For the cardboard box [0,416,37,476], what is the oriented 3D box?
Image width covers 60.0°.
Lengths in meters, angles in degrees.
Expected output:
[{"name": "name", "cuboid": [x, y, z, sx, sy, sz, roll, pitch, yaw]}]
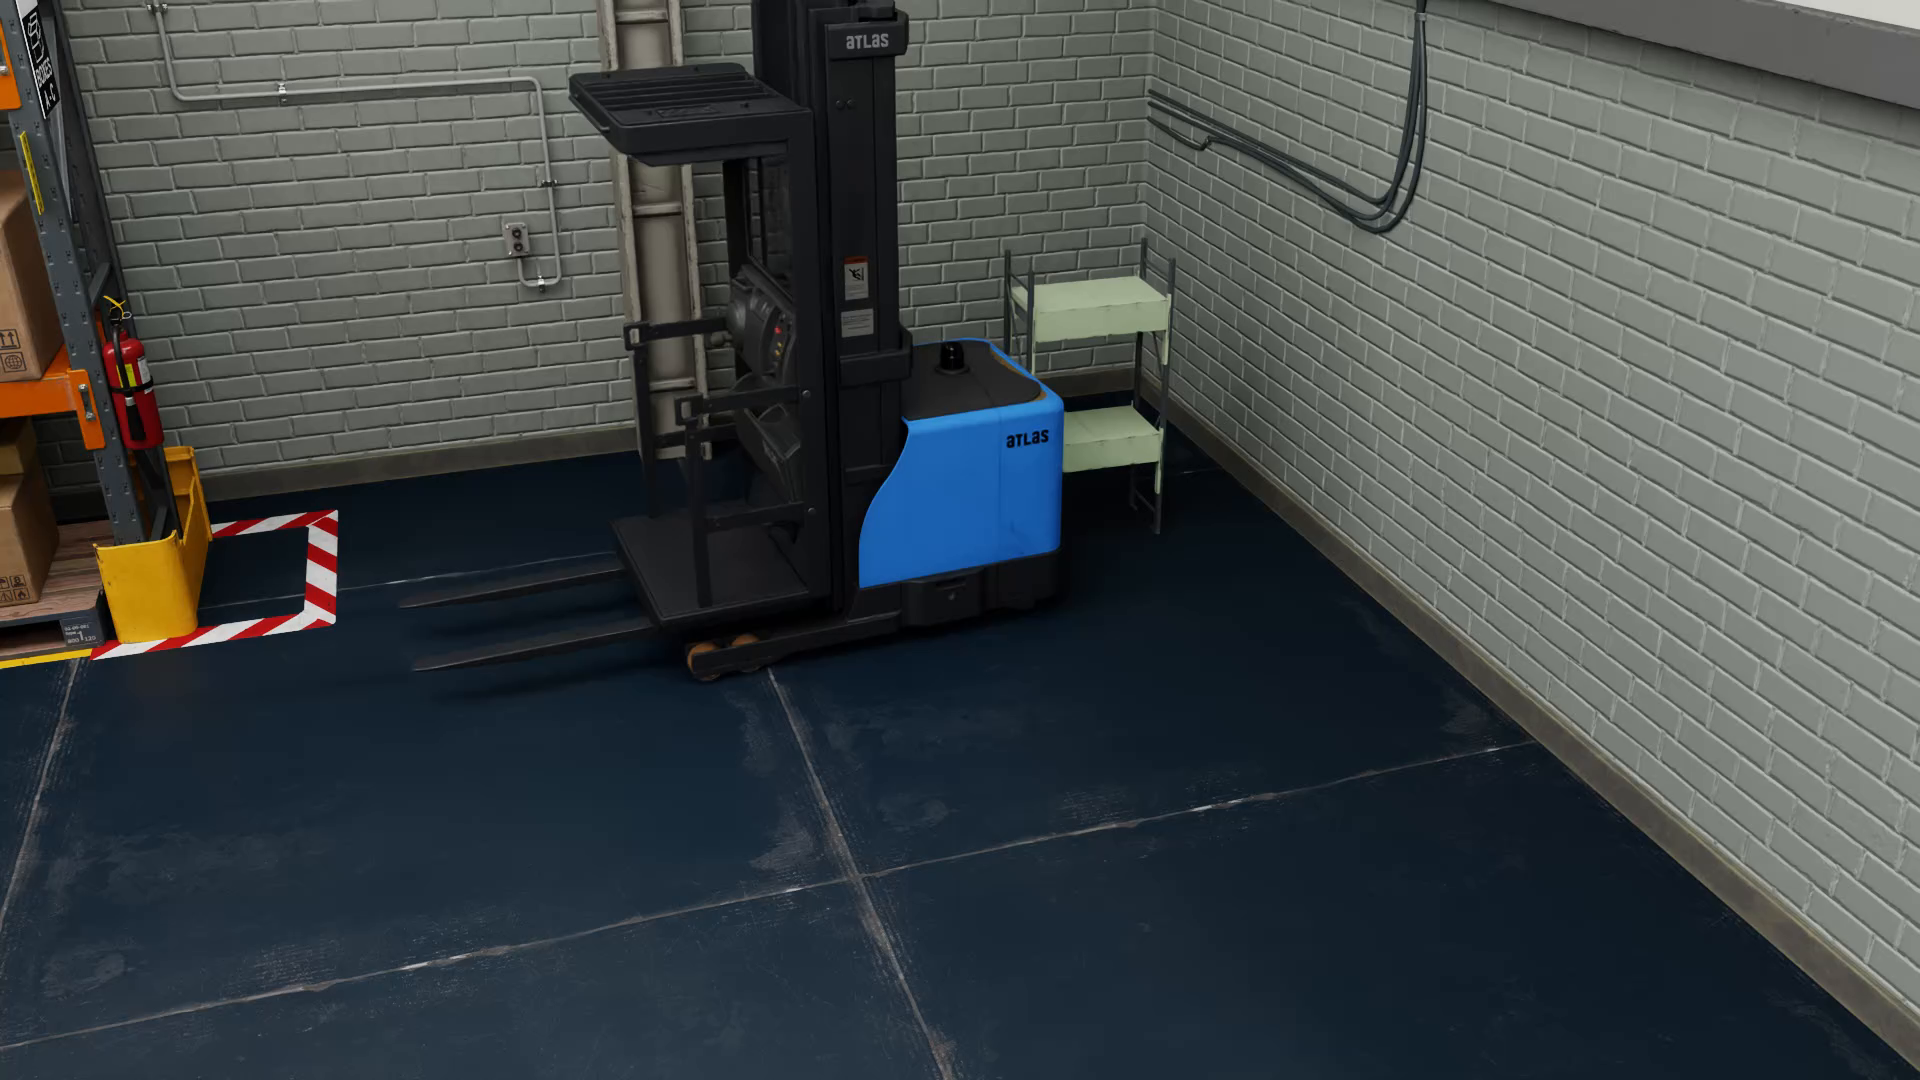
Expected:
[{"name": "cardboard box", "cuboid": [-4.553, -0.439, 7.870, 0.250, 0.149, 0.380, -8, 28, -16]}]

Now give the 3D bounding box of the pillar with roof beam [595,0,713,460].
[{"name": "pillar with roof beam", "cuboid": [-0.343, -2.721, 4.111, 0.400, 9.000, 9.100, -8, 28, -16]}]

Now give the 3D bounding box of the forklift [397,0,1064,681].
[{"name": "forklift", "cuboid": [-1.071, -0.947, 7.360, 3.031, 2.935, 1.130, -10, 28, -20]}]

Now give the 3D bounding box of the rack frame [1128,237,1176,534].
[{"name": "rack frame", "cuboid": [0.992, -0.788, 8.650, 0.023, 1.500, 0.400, -8, 27, -15]}]

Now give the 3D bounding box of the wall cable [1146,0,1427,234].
[{"name": "wall cable", "cuboid": [1.514, -3.041, 8.247, 0.112, 2.526, 3.097, -8, 28, -16]}]

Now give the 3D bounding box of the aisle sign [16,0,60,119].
[{"name": "aisle sign", "cuboid": [-3.814, -2.164, 6.813, 0.004, 0.787, 0.394, -8, 28, -16]}]

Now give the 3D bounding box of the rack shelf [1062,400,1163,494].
[{"name": "rack shelf", "cuboid": [0.641, -0.449, 8.701, 0.720, 0.370, 0.431, -8, 27, -15]}]

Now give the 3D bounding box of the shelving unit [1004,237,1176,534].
[{"name": "shelving unit", "cuboid": [0.641, -0.741, 8.556, 0.755, 1.500, 0.431, -8, 27, -15]}]

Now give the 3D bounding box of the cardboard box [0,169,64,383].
[{"name": "cardboard box", "cuboid": [-4.457, -1.177, 7.409, 0.700, 0.700, 0.980, -7, 27, -14]}]

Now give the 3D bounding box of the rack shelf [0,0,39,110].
[{"name": "rack shelf", "cuboid": [-5.877, -1.863, 6.564, 4.000, 0.370, 1.077, -8, 28, -16]}]

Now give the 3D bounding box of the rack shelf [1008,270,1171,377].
[{"name": "rack shelf", "cuboid": [0.641, -1.091, 8.383, 0.720, 0.370, 0.431, -8, 27, -15]}]

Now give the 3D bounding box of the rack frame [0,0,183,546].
[{"name": "rack frame", "cuboid": [-3.975, -1.117, 7.626, 0.127, 3.000, 1.000, -8, 28, -16]}]

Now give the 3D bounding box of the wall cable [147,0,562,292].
[{"name": "wall cable", "cuboid": [-3.051, -2.148, 8.561, 1.851, 1.984, 0.084, -8, 28, -16]}]

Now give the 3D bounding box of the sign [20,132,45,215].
[{"name": "sign", "cuboid": [-3.820, -1.510, 6.850, 0.005, 0.325, 0.100, -8, 28, -16]}]

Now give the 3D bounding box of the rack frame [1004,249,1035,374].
[{"name": "rack frame", "cuboid": [0.291, -0.695, 8.463, 0.023, 1.500, 0.400, -8, 27, -15]}]

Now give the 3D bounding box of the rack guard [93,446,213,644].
[{"name": "rack guard", "cuboid": [-3.952, 0.000, 8.189, 0.348, 0.500, 1.175, -8, 28, -16]}]

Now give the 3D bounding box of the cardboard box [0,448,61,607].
[{"name": "cardboard box", "cuboid": [-4.610, -0.047, 7.809, 0.500, 0.500, 0.700, -8, 28, -16]}]

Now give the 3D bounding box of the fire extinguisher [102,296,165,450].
[{"name": "fire extinguisher", "cuboid": [-3.689, -0.741, 7.375, 0.183, 0.674, 0.296, -8, 28, -16]}]

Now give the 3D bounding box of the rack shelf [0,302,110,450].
[{"name": "rack shelf", "cuboid": [-5.877, -0.519, 7.231, 4.000, 0.370, 1.077, -8, 28, -16]}]

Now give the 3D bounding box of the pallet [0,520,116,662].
[{"name": "pallet", "cuboid": [-4.711, 0.276, 7.958, 1.213, 0.211, 1.003, -8, 28, -16]}]
